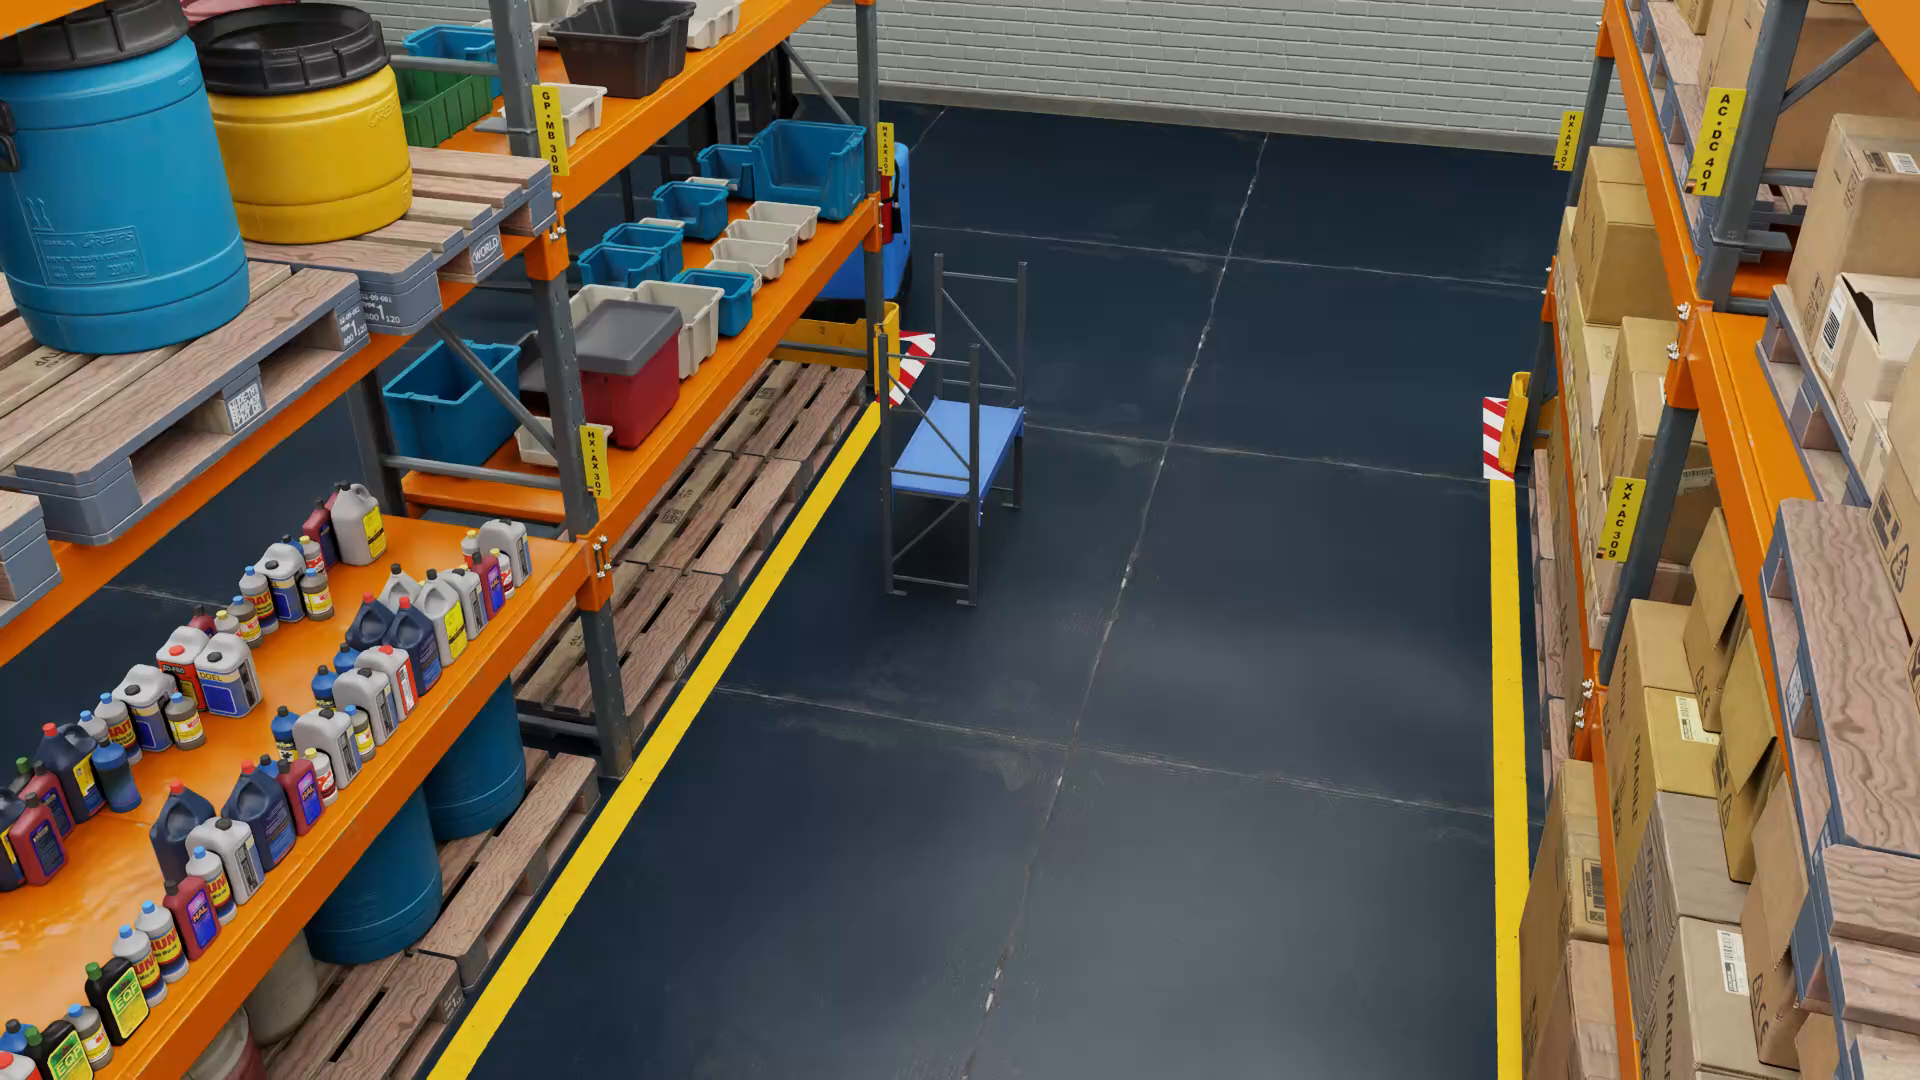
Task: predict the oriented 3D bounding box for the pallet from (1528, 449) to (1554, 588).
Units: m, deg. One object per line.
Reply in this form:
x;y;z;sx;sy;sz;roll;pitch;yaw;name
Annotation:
3.682;-0.069;9.161;1.003;0.211;1.213;8;33;12;pallet

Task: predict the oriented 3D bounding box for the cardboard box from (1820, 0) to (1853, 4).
3.039;-1.926;5.412;0.500;0.250;0.500;6;33;9;cardboard box

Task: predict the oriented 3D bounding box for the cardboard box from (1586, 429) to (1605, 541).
2.782;-0.191;6.617;0.500;0.250;0.500;9;34;14;cardboard box

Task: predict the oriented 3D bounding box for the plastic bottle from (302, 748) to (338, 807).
-2.100;0.768;5.431;0.097;0.201;0.097;0;32;0;plastic bottle

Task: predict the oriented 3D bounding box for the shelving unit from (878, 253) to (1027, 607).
-0.022;-0.589;8.778;0.538;1.500;1.048;8;33;12;shelving unit

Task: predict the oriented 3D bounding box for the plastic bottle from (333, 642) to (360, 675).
-2.130;0.477;5.823;0.097;0.271;0.097;0;32;0;plastic bottle

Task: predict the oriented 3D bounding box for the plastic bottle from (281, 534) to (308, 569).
-2.572;0.099;6.418;0.097;0.271;0.097;0;32;0;plastic bottle

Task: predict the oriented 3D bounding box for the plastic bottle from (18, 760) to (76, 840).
-2.892;0.837;5.246;0.061;0.283;0.133;8;33;12;plastic bottle

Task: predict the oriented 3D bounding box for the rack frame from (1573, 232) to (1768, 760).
2.794;0.405;5.817;1.000;3.000;0.127;8;33;12;rack frame

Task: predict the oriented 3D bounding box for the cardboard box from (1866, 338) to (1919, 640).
2.277;-0.069;3.279;0.797;0.503;0.637;8;33;12;cardboard box

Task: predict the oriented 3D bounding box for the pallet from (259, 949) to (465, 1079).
-2.540;1.937;6.006;1.003;0.211;1.213;8;33;12;pallet

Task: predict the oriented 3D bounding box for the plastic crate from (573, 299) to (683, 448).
-1.527;-0.751;7.520;0.402;0.464;0.583;8;33;12;plastic crate

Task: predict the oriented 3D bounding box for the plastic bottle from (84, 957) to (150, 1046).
-2.335;1.252;4.594;0.061;0.283;0.133;8;33;12;plastic bottle

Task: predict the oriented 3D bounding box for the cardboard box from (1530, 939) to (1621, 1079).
2.425;1.923;5.019;1.225;0.875;0.875;7;33;11;cardboard box

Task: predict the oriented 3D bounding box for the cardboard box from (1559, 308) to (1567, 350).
3.207;-1.024;8.299;0.380;0.149;0.250;8;33;12;cardboard box

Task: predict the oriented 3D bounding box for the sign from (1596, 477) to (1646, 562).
2.257;-0.069;5.682;0.100;0.325;0.005;8;33;12;sign

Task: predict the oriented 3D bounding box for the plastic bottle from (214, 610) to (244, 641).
-2.681;0.350;6.089;0.097;0.201;0.097;0;32;0;plastic bottle

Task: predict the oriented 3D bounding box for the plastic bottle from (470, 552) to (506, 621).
-1.798;0.154;6.320;0.061;0.283;0.133;8;33;12;plastic bottle

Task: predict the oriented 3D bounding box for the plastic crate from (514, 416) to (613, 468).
-1.740;-0.406;7.282;0.396;0.136;0.243;8;33;12;plastic crate

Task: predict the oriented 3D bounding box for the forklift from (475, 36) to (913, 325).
-1.891;-2.934;11.133;3.031;2.935;1.130;3;33;4;forklift

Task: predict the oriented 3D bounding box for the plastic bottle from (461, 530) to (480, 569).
-1.909;0.055;6.552;0.097;0.201;0.097;0;32;0;plastic bottle

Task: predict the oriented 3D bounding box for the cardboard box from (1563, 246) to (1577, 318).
3.301;-1.250;8.283;0.500;0.250;0.500;8;33;12;cardboard box

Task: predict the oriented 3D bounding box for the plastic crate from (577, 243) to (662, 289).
-1.773;-1.378;8.721;0.416;0.233;0.300;8;33;12;plastic crate

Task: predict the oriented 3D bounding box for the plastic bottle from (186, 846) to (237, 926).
-2.240;1.024;4.963;0.097;0.271;0.097;0;32;0;plastic bottle

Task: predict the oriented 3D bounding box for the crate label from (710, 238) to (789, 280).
-1.148;-1.515;9.027;0.396;0.136;0.243;8;33;12;crate label

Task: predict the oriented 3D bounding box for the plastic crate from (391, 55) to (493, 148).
-2.181;-1.707;6.541;0.450;0.188;0.662;8;33;12;plastic crate

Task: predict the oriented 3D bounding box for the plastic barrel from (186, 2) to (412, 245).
-2.032;-1.291;5.122;0.600;0.588;0.600;0;32;0;plastic barrel

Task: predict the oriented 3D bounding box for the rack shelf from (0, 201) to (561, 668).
-2.504;-0.194;4.634;1.077;0.370;4.000;8;33;12;rack shelf

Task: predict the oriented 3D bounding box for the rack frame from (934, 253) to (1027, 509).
0.107;-0.852;9.193;0.500;1.500;0.032;8;33;12;rack frame

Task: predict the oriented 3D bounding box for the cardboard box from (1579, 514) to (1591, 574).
2.685;0.041;6.624;0.380;0.149;0.250;7;33;12;cardboard box

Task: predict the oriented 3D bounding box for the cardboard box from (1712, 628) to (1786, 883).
2.455;0.626;4.441;0.797;0.503;0.637;8;33;13;cardboard box

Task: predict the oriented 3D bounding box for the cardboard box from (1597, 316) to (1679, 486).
2.784;-0.508;6.417;0.500;0.500;0.500;8;33;13;cardboard box

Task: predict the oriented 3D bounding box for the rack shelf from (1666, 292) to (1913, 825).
2.287;0.480;3.573;1.077;0.370;4.000;8;33;12;rack shelf

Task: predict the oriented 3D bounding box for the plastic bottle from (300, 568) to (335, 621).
-2.450;0.200;6.325;0.097;0.201;0.097;0;32;0;plastic bottle

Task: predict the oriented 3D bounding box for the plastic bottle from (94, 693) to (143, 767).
-2.832;0.630;5.583;0.097;0.271;0.097;0;32;0;plastic bottle

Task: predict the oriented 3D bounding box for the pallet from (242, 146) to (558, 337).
-2.101;-1.036;5.463;1.213;0.211;1.003;8;33;12;pallet

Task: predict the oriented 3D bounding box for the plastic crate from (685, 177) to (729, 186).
-1.524;-2.021;9.823;0.250;0.136;0.298;8;33;12;plastic crate

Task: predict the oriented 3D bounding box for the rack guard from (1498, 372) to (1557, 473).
3.816;-0.629;9.773;1.175;0.500;0.348;8;33;12;rack guard

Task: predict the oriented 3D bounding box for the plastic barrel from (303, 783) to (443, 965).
-2.331;1.086;6.310;0.600;0.901;0.708;8;33;12;plastic barrel

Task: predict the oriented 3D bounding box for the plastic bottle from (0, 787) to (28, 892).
-2.951;0.889;5.102;0.144;0.351;0.185;8;33;12;plastic bottle

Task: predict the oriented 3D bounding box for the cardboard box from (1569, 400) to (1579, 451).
2.946;-0.491;7.461;0.380;0.149;0.250;9;33;13;cardboard box

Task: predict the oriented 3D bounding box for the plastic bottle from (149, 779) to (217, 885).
-2.374;0.893;5.095;0.144;0.351;0.185;8;33;12;plastic bottle

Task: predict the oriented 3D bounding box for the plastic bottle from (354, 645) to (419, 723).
-2.004;0.483;5.811;0.152;0.276;0.135;8;33;12;plastic bottle

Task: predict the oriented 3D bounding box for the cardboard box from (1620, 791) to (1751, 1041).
2.182;1.088;4.650;0.500;0.500;0.500;7;33;11;cardboard box

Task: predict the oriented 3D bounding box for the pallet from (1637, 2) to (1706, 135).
3.324;-1.878;6.695;1.003;0.211;1.213;8;33;12;pallet

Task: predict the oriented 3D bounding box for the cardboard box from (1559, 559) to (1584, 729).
3.268;0.325;7.531;0.875;0.875;0.875;8;33;12;cardboard box

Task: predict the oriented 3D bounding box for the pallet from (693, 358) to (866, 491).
-1.228;-0.746;10.227;1.003;0.211;1.213;8;33;12;pallet
